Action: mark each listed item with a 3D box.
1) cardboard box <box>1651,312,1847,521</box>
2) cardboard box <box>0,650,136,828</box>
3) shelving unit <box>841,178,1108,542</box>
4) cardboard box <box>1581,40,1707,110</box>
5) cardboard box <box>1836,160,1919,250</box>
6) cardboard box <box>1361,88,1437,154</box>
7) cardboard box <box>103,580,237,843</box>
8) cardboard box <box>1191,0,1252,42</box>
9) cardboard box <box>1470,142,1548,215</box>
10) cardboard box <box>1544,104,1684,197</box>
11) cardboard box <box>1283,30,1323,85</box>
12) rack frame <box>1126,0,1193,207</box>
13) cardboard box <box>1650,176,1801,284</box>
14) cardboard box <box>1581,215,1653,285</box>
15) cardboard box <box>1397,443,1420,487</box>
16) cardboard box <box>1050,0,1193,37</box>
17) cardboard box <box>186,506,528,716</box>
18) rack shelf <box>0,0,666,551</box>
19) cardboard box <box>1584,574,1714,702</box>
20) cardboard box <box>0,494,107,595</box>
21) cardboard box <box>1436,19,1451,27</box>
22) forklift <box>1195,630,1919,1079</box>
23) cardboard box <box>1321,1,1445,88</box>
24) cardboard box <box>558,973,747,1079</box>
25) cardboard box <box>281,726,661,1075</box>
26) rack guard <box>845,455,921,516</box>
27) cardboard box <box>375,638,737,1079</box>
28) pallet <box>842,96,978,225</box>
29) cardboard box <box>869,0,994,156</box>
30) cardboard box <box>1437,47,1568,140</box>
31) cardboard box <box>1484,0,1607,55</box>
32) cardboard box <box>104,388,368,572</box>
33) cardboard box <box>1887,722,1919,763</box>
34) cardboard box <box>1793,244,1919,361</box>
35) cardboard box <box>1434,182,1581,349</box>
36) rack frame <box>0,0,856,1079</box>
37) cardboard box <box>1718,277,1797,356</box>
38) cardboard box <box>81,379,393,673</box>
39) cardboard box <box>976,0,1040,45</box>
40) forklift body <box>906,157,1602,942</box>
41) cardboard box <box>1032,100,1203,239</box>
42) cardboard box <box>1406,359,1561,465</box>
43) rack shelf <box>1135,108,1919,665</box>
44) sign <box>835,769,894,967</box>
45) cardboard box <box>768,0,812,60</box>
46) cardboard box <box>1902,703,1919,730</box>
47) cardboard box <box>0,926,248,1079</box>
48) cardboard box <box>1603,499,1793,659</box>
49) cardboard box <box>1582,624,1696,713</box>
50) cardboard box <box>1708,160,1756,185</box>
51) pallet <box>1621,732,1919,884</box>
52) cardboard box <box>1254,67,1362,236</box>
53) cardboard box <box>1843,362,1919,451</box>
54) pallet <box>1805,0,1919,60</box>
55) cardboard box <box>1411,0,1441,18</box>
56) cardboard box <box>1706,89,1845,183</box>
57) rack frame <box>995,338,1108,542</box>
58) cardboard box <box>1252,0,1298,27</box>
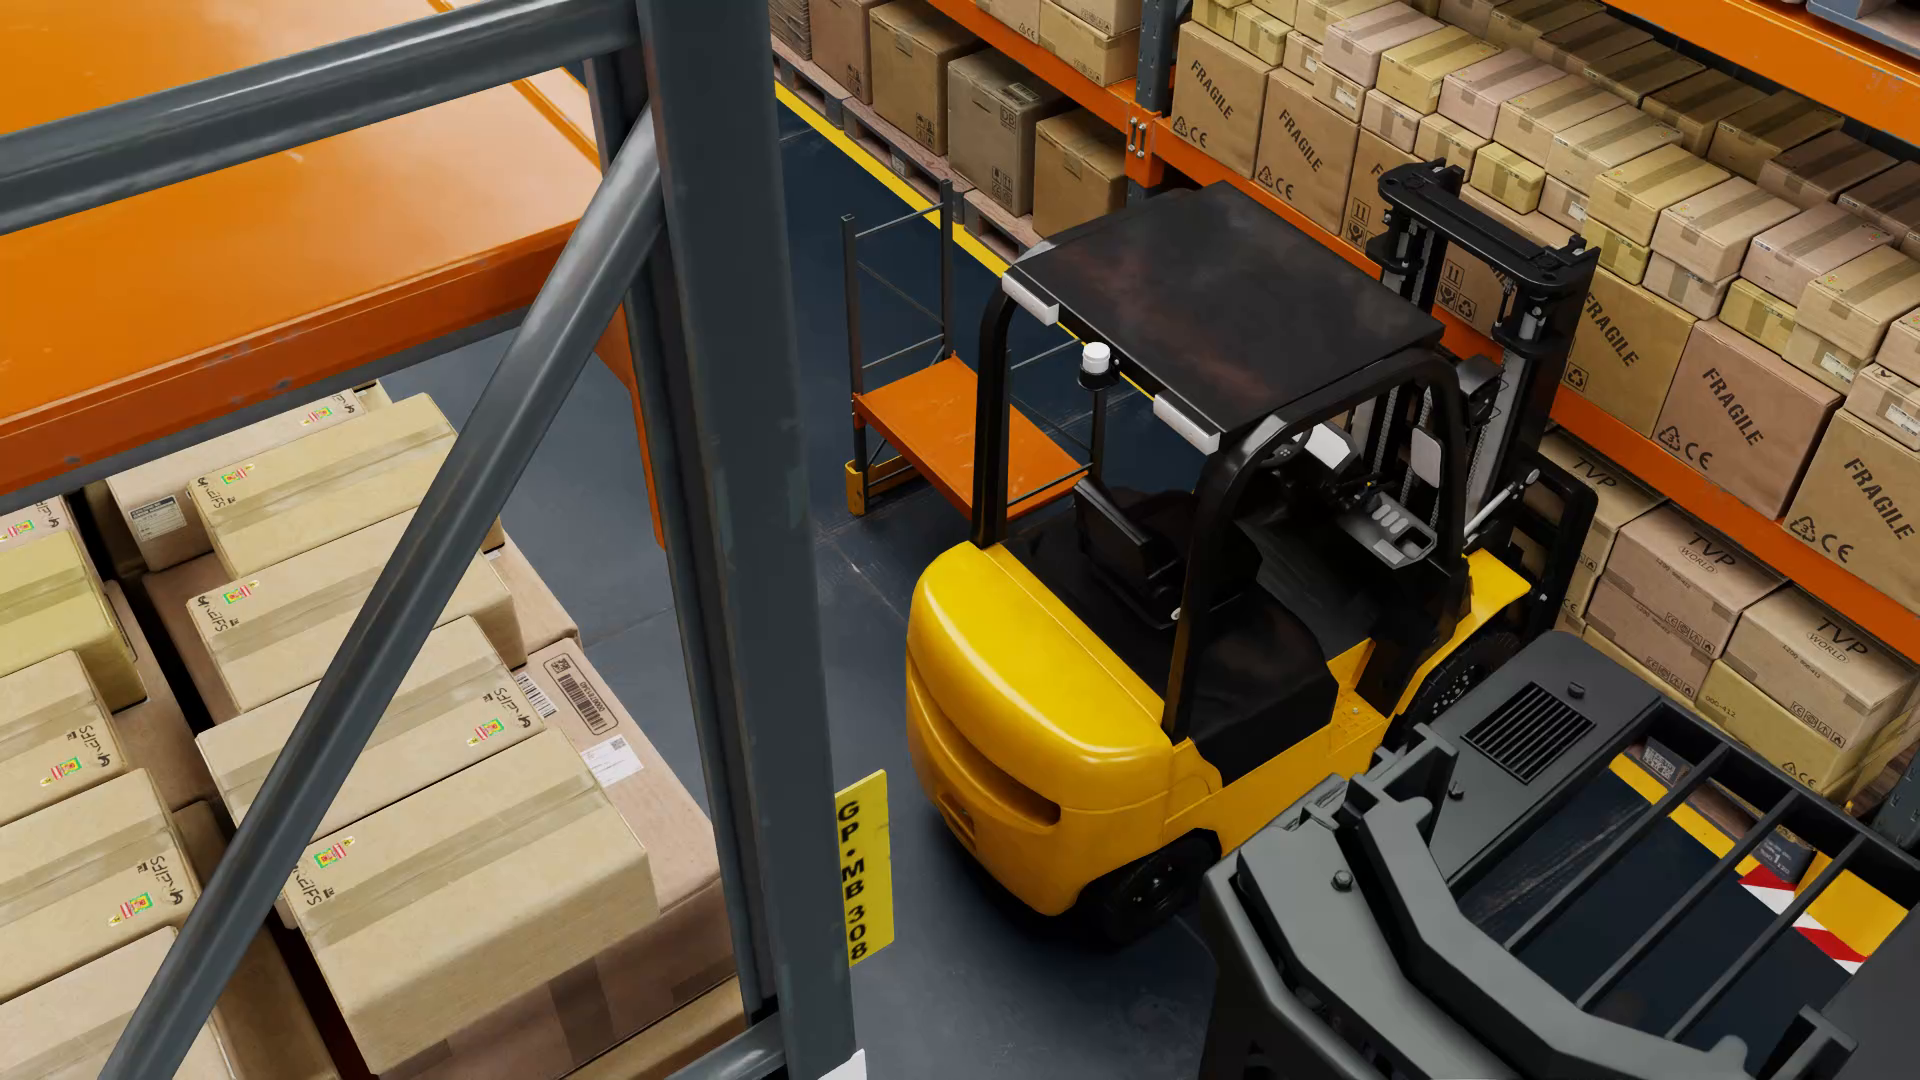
[{"bbox_3d":[2.717,-0.474,5.493,0.500,0.500,0.500,-24,49,-23],"label":"cardboard box"},{"bbox_3d":[-1.279,0.341,2.143,0.380,0.149,0.250,-26,50,-25],"label":"cardboard box"},{"bbox_3d":[0.044,-0.499,6.678,0.587,1.500,1.083,-26,49,-24],"label":"shelving unit"},{"bbox_3d":[2.471,-1.654,6.044,0.380,0.149,0.250,-24,49,-23],"label":"cardboard box"},{"bbox_3d":[3.072,-1.070,5.432,0.380,0.149,0.250,-25,49,-24],"label":"cardboard box"},{"bbox_3d":[1.732,-1.617,6.220,0.380,0.149,0.250,-26,50,-25],"label":"cardboard box"},{"bbox_3d":[-1.356,0.385,2.386,0.500,0.250,0.500,-26,50,-25],"label":"cardboard box"},{"bbox_3d":[1.181,-2.217,6.849,0.380,0.149,0.250,-26,50,-25],"label":"cardboard box"},{"bbox_3d":[2.050,-1.334,5.924,0.380,0.149,0.250,-27,50,-25],"label":"cardboard box"},{"bbox_3d":[2.243,-1.330,5.704,0.380,0.149,0.250,-25,49,-24],"label":"cardboard box"},{"bbox_3d":[1.503,-1.935,6.553,0.380,0.149,0.250,-26,49,-25],"label":"cardboard box"},{"bbox_3d":[1.215,-2.231,7.406,1.000,3.000,0.127,-26,49,-24],"label":"rack frame"},{"bbox_3d":[2.465,-1.003,5.361,0.380,0.149,0.250,-25,49,-23],"label":"cardboard box"},{"bbox_3d":[2.321,-1.039,5.615,0.380,0.149,0.250,-25,49,-24],"label":"cardboard box"},{"bbox_3d":[2.094,-0.313,6.722,0.500,0.250,0.500,-26,49,-25],"label":"cardboard box"},{"bbox_3d":[0.724,-2.535,7.470,0.500,0.250,0.500,-27,50,-25],"label":"cardboard box"},{"bbox_3d":[-0.852,0.131,2.364,0.380,0.149,0.250,-26,49,-24],"label":"cardboard box"},{"bbox_3d":[-1.710,-1.044,2.341,1.077,0.370,4.000,-26,49,-24],"label":"rack shelf"},{"bbox_3d":[2.690,0.256,6.126,0.500,0.250,0.500,-26,50,-25],"label":"cardboard box"},{"bbox_3d":[-1.516,0.036,2.463,0.380,0.149,0.250,-26,49,-24],"label":"cardboard box"},{"bbox_3d":[2.105,-2.008,6.630,0.380,0.149,0.250,-25,49,-24],"label":"cardboard box"},{"bbox_3d":[1.240,1.403,3.649,3.031,2.935,1.130,-30,51,-28],"label":"forklift"},{"bbox_3d":[1.594,-1.872,6.272,0.380,0.149,0.250,-25,49,-24],"label":"cardboard box"},{"bbox_3d":[-0.489,0.687,2.359,0.380,0.149,0.250,-26,49,-24],"label":"cardboard box"},{"bbox_3d":[-0.602,0.433,2.047,0.380,0.149,0.250,-26,49,-25],"label":"cardboard box"},{"bbox_3d":[-0.241,-0.329,7.405,0.587,0.250,0.087,-26,49,-24],"label":"rack guard"},{"bbox_3d":[-0.635,0.469,2.298,0.500,0.250,0.500,-27,50,-25],"label":"cardboard box"},{"bbox_3d":[0.059,-2.316,9.514,1.003,0.211,1.213,-26,49,-24],"label":"pallet"},{"bbox_3d":[0.038,-2.683,9.294,0.875,0.625,0.625,-28,50,-26],"label":"cardboard box"},{"bbox_3d":[1.956,-1.613,6.001,0.380,0.149,0.250,-26,49,-25],"label":"cardboard box"},{"bbox_3d":[2.244,-1.973,6.378,0.380,0.149,0.250,-26,50,-25],"label":"cardboard box"},{"bbox_3d":[-1.154,-0.143,2.651,0.380,0.149,0.250,-26,49,-25],"label":"cardboard box"},{"bbox_3d":[3.382,0.522,6.209,0.500,0.250,0.500,-26,49,-24],"label":"cardboard box"},{"bbox_3d":[2.787,-0.728,5.074,0.380,0.149,0.250,-25,49,-24],"label":"cardboard box"},{"bbox_3d":[2.127,-1.045,6.091,0.500,0.500,0.500,-25,49,-24],"label":"cardboard box"},{"bbox_3d":[-0.566,-0.173,0.905,1.000,3.000,0.127,-26,49,-24],"label":"rack frame"},{"bbox_3d":[2.674,-0.771,5.334,0.380,0.149,0.250,-26,49,-25],"label":"cardboard box"},{"bbox_3d":[-1.231,-0.103,2.897,0.500,0.250,0.500,-24,49,-23],"label":"cardboard box"},{"bbox_3d":[0.420,-2.641,7.944,0.500,0.250,0.500,-26,49,-25],"label":"cardboard box"},{"bbox_3d":[0.922,-0.012,5.696,2.313,2.155,1.214,-26,49,-24],"label":"forklift body"},{"bbox_3d":[0.907,-1.815,8.386,0.875,0.625,0.625,-24,48,-23],"label":"cardboard box"},{"bbox_3d":[2.106,-0.481,6.535,0.500,0.250,0.500,-27,50,-25],"label":"cardboard box"},{"bbox_3d":[2.359,-0.838,6.468,1.077,0.370,4.000,-26,49,-24],"label":"rack shelf"},{"bbox_3d":[-0.121,0.382,1.863,0.100,0.325,0.005,-26,49,-24],"label":"sign"},{"bbox_3d":[-0.728,-3.431,10.078,0.875,0.625,0.625,-24,49,-23],"label":"cardboard box"},{"bbox_3d":[3.404,0.348,6.029,0.500,0.250,0.500,-25,49,-24],"label":"cardboard box"},{"bbox_3d":[-1.002,0.640,1.831,0.380,0.149,0.250,-25,49,-24],"label":"cardboard box"},{"bbox_3d":[2.687,0.091,5.936,0.500,0.250,0.500,-25,49,-24],"label":"cardboard box"},{"bbox_3d":[2.698,0.450,6.284,0.500,0.250,0.500,-26,49,-24],"label":"cardboard box"},{"bbox_3d":[2.844,-1.287,5.875,0.380,0.149,0.250,-24,49,-23],"label":"cardboard box"},{"bbox_3d":[3.031,0.626,6.432,1.003,0.211,1.213,-26,49,-24],"label":"pallet"},{"bbox_3d":[1.566,-1.624,6.698,0.500,0.500,0.500,-25,49,-24],"label":"cardboard box"},{"bbox_3d":[2.904,-0.455,5.003,0.380,0.149,0.250,-25,49,-24],"label":"cardboard box"},{"bbox_3d":[3.120,-1.429,4.458,1.003,0.211,1.213,-26,49,-24],"label":"pallet"},{"bbox_3d":[1.917,-2.245,6.663,0.380,0.149,0.250,-26,50,-25],"label":"cardboard box"},{"bbox_3d":[2.831,-1.397,5.775,0.380,0.149,0.250,-27,50,-25],"label":"cardboard box"},{"bbox_3d":[0.340,-0.206,6.371,0.500,1.500,0.032,-26,49,-24],"label":"rack frame"},{"bbox_3d":[1.392,-2.206,6.622,0.380,0.149,0.250,-25,49,-24],"label":"cardboard box"}]
